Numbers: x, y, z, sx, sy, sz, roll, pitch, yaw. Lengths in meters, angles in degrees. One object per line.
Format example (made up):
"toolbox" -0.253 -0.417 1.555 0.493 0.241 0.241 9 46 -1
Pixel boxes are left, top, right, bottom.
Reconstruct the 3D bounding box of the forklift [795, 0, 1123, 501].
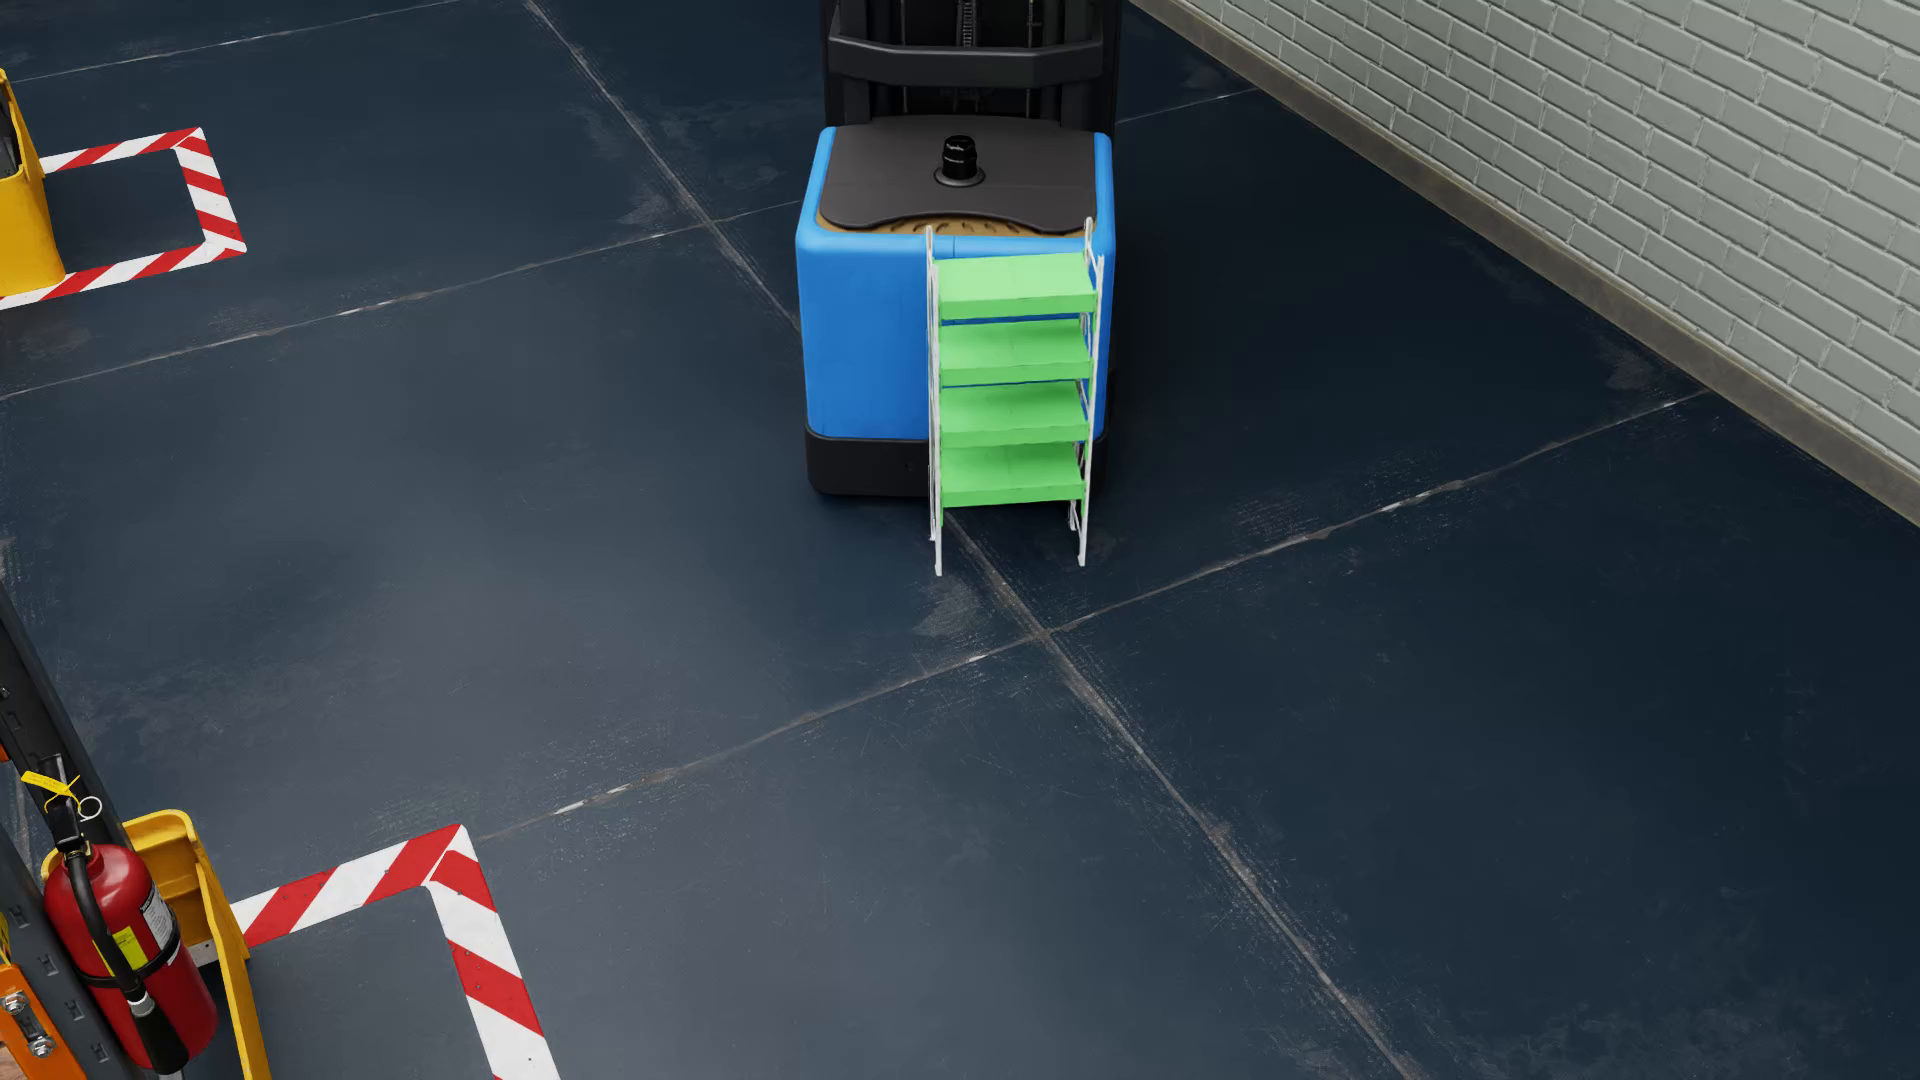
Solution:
"forklift" 0.051 -2.188 6.066 1.130 2.935 3.031 2 40 2

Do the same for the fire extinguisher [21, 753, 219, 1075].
"fire extinguisher" -1.505 0.687 2.966 0.183 0.674 0.296 -19 44 -21

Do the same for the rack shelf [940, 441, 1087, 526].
"rack shelf" 0.161 -0.196 5.524 0.480 0.148 0.258 -4 40 -4

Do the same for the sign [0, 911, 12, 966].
"sign" -1.580 0.547 2.655 0.005 0.325 0.100 -19 44 -21

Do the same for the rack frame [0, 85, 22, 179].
"rack frame" -4.134 -2.540 6.429 0.127 3.000 1.000 -19 44 -21

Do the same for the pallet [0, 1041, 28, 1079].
"pallet" -2.598 1.588 3.711 1.213 0.211 1.003 -19 44 -21

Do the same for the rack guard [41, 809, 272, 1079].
"rack guard" -1.834 1.239 3.899 0.348 0.500 1.175 -19 44 -21

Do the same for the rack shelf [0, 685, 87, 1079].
"rack shelf" -3.623 1.171 2.602 4.000 0.370 1.077 -19 44 -21

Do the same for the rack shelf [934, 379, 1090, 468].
"rack shelf" 0.161 -0.380 5.369 0.480 0.148 0.258 -4 40 -4

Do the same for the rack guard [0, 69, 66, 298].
"rack guard" -4.201 -1.563 7.210 0.348 0.500 1.175 -19 44 -21

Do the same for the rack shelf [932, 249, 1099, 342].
"rack shelf" 0.161 -0.746 5.059 0.480 0.148 0.258 -4 40 -4

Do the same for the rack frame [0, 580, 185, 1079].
"rack frame" -1.849 0.299 3.075 0.127 3.000 1.000 -19 44 -21

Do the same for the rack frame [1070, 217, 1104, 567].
"rack frame" 0.403 -0.444 5.346 0.015 1.200 0.240 -4 40 -4

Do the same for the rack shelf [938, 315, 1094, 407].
"rack shelf" 0.161 -0.563 5.214 0.480 0.148 0.258 -4 40 -4

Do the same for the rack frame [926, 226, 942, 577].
"rack frame" -0.082 -0.412 5.309 0.015 1.200 0.240 -4 40 -4

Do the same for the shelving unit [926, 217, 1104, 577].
"shelving unit" 0.161 -0.428 5.327 0.503 1.200 0.258 -4 40 -4
